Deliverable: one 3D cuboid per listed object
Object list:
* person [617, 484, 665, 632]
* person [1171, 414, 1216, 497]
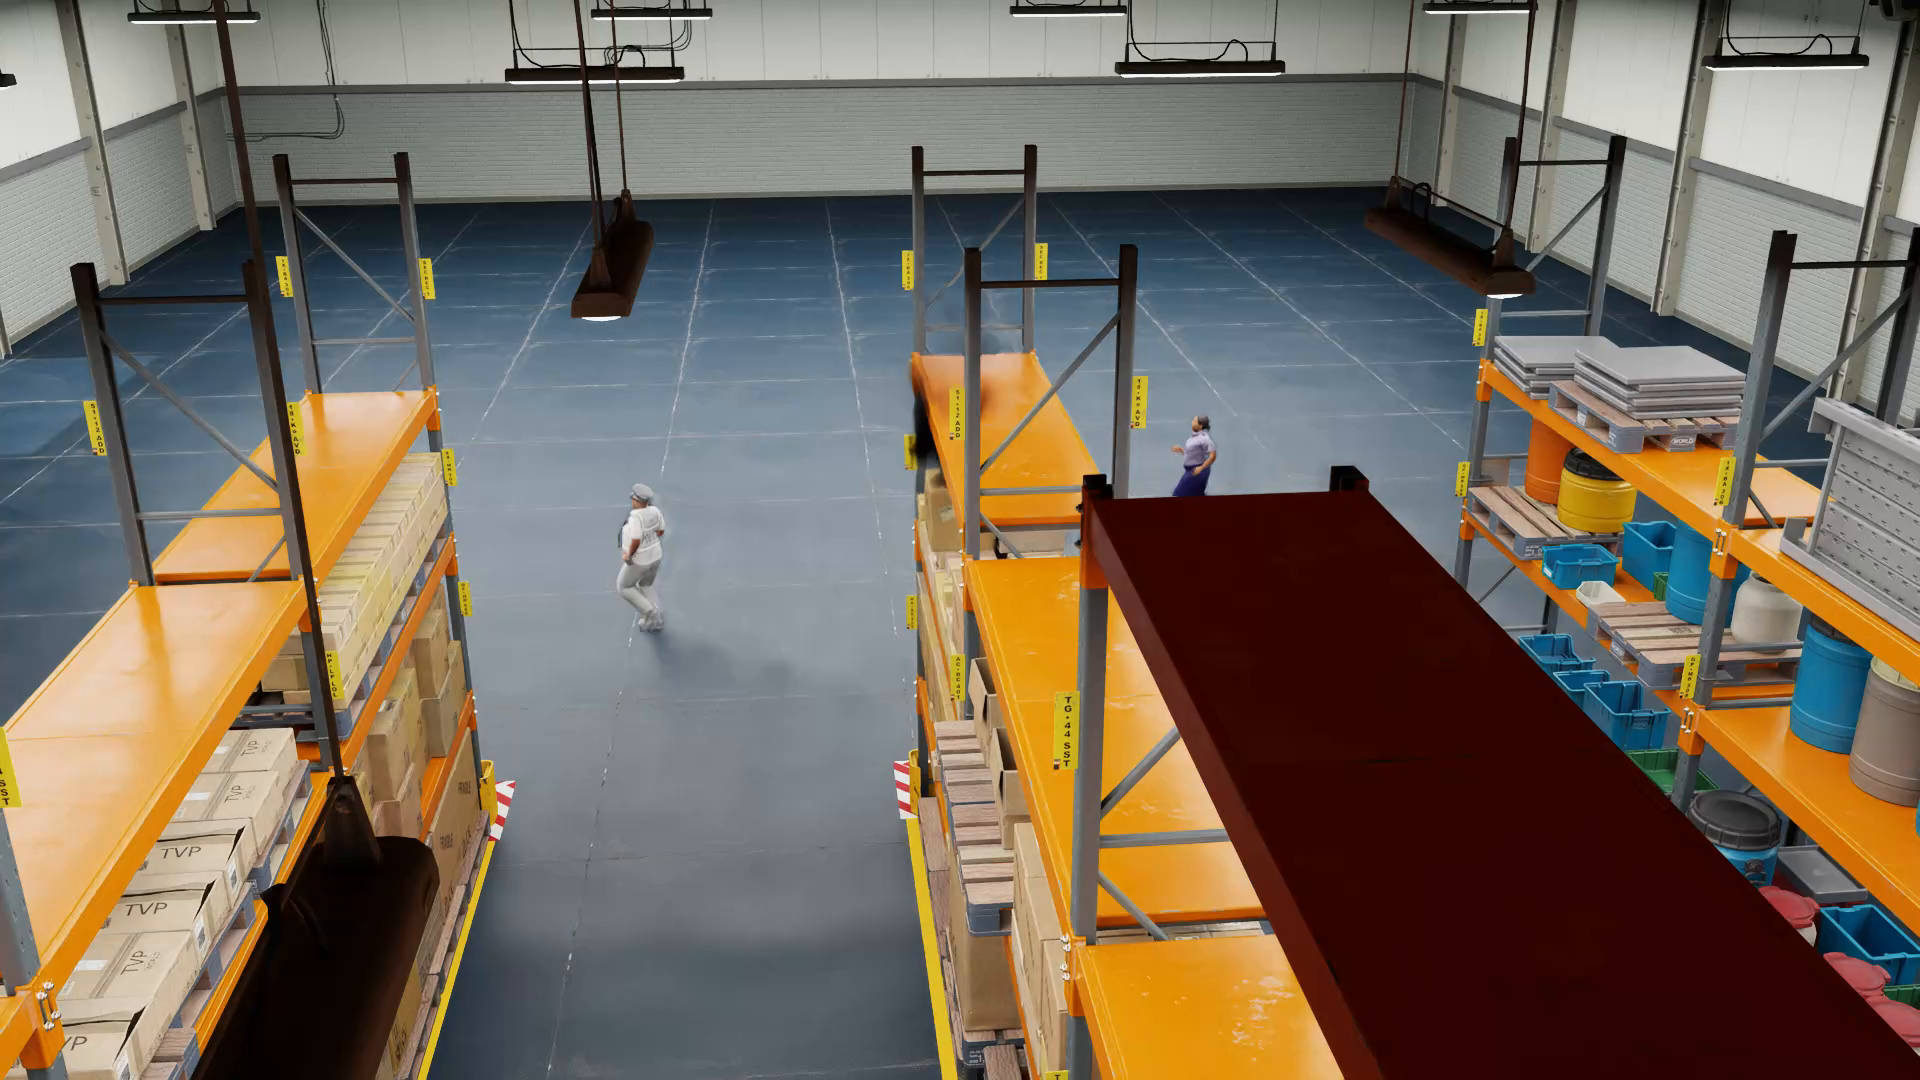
[{"bbox_3d":[-3.643,0.183,18.799,0.602,1.737,0.652,13,25,29],"label":"person"},{"bbox_3d":[3.036,-0.735,21.575,0.661,1.479,0.586,4,22,11],"label":"person"}]
